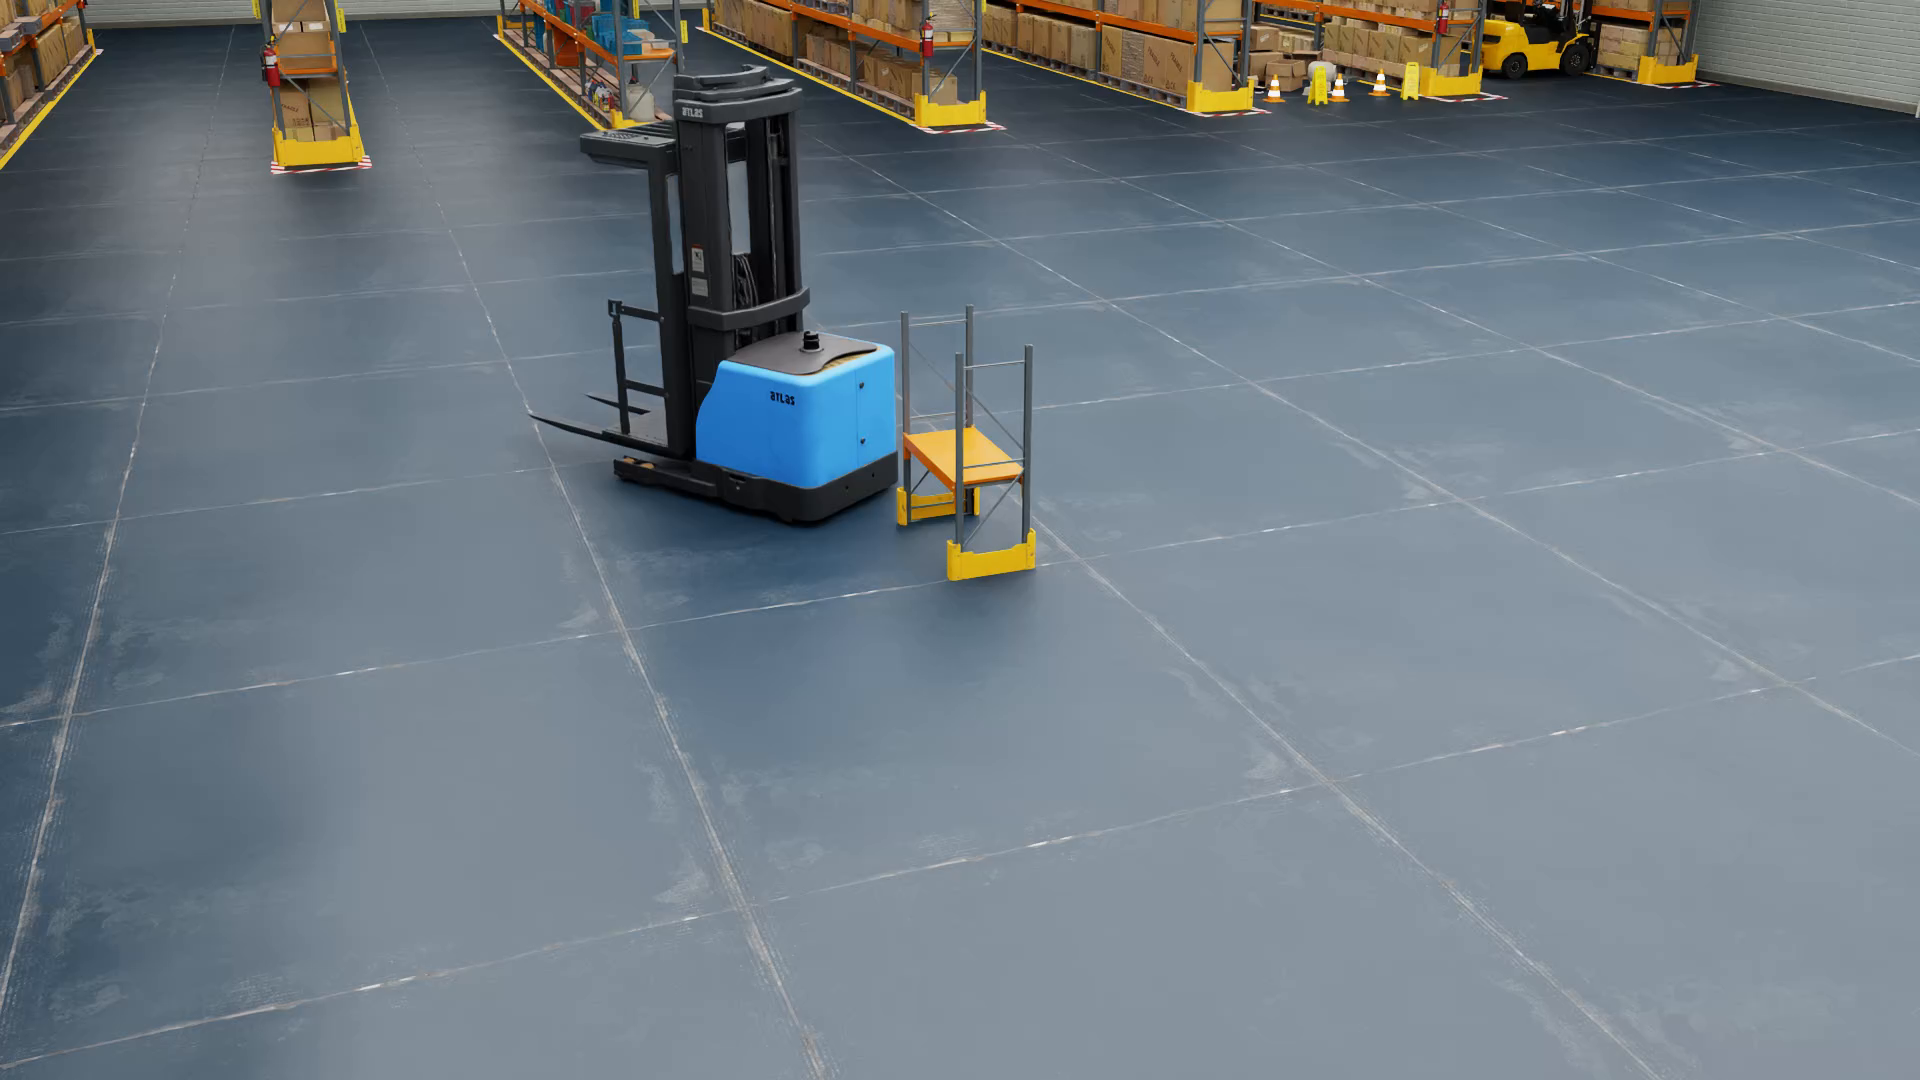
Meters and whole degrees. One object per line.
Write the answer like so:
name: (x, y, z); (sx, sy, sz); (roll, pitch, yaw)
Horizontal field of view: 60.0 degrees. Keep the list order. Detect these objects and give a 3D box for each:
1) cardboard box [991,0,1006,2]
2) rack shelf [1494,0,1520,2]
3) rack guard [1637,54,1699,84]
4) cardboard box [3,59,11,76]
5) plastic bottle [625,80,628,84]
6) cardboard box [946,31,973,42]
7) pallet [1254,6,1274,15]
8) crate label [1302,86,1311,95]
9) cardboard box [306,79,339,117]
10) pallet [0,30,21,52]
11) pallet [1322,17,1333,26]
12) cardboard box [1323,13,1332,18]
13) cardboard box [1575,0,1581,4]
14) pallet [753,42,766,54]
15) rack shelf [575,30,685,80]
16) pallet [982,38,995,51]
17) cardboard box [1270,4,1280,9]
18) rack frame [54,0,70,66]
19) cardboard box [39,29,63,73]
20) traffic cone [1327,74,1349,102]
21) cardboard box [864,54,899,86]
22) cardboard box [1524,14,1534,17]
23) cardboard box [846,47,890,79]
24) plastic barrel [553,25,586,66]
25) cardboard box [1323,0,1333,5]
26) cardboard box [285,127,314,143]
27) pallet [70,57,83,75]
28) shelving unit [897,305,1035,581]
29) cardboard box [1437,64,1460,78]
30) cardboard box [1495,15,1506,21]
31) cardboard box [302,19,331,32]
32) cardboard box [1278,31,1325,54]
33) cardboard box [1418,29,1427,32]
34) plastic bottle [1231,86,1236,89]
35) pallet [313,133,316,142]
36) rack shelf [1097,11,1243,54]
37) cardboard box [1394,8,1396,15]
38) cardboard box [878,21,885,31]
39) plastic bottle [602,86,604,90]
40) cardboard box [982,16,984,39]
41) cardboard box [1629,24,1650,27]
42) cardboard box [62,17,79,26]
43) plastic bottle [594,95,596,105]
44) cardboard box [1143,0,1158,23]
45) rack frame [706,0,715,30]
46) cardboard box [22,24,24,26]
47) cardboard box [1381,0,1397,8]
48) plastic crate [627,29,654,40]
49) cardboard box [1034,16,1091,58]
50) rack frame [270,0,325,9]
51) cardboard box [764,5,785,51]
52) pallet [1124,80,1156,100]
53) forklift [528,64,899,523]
cardboard box: (0.973, -12.268, 38.208); (0.500, 0.250, 0.500); (-7, 24, -16)
rack shelf: (11.661, -12.192, 37.242); (1.077, 0.370, 4.000); (-8, 24, -19)
rack guard: (13.789, -9.183, 32.395); (1.175, 0.500, 0.348); (-8, 24, -19)
cardboard box: (-16.228, -7.910, 27.841); (0.500, 0.250, 0.500); (-8, 24, -19)
plastic bottle: (-5.817, -7.843, 28.841); (0.144, 0.351, 0.185); (-8, 24, -19)
cardboard box: (-0.010, -8.322, 27.457); (0.380, 0.149, 0.250); (-8, 24, -19)
pallet: (8.438, -14.555, 45.512); (1.003, 0.211, 1.213); (-8, 24, -19)
crate label: (6.526, -8.323, 30.821); (0.298, 0.136, 0.250); (18, 29, 36)
cardboard box: (-9.750, -6.803, 25.562); (0.500, 0.500, 0.500); (-8, 24, -19)
pallet: (-15.581, -7.926, 26.439); (1.003, 0.211, 1.213); (-8, 24, -19)
pallet: (9.864, -13.129, 42.127); (1.003, 0.211, 1.213); (-8, 24, -19)
cardboard box: (9.502, -13.539, 42.188); (0.500, 0.500, 0.500); (-7, 24, -17)
cardboard box: (12.817, -11.090, 33.571); (0.500, 0.500, 0.500); (-8, 24, -19)
pallet: (-4.029, -11.107, 37.331); (1.003, 0.211, 1.213); (-8, 24, -19)
rack shelf: (-5.473, -8.017, 27.336); (1.077, 0.370, 4.000); (-8, 24, -19)
pallet: (1.015, -11.294, 37.775); (1.003, 0.211, 1.213); (-8, 24, -19)
cardboard box: (8.615, -14.442, 44.331); (0.500, 0.500, 0.500); (-8, 24, -18)
rack frame: (-18.274, -10.623, 32.592); (1.000, 3.000, 0.127); (-8, 24, -19)
cardboard box: (-17.606, -9.285, 31.645); (0.750, 0.750, 0.750); (-8, 24, -17)
traffic cone: (6.861, -8.196, 30.100); (0.336, 0.463, 0.334); (-8, 24, -19)
cardboard box: (-1.442, -8.646, 30.579); (0.500, 0.500, 0.500); (-9, 25, -21)
cardboard box: (12.245, -10.966, 35.117); (0.500, 0.250, 0.500); (-9, 24, -20)
cardboard box: (-1.742, -9.032, 31.469); (0.700, 0.500, 0.500); (-10, 25, -23)
plastic barrel: (-7.781, -9.898, 33.125); (0.600, 0.830, 0.708); (-8, 24, -19)
cardboard box: (7.537, -10.841, 33.432); (0.380, 0.149, 0.250); (-8, 24, -19)
cardboard box: (-9.867, -6.025, 24.682); (0.500, 0.250, 0.500); (-8, 24, -19)
pallet: (-18.469, -9.625, 33.815); (1.003, 0.211, 1.213); (-8, 24, -19)
shelving unit: (0.027, -0.663, 10.893); (0.587, 1.500, 1.083); (-8, 24, -19)
cardboard box: (9.112, -8.919, 31.549); (0.500, 0.250, 0.500); (-9, 24, -19)
cardboard box: (12.173, -11.085, 36.204); (0.875, 0.625, 0.625); (-7, 24, -17)
cardboard box: (-9.339, -7.461, 24.126); (0.380, 0.149, 0.250); (-9, 24, -19)
cardboard box: (7.281, -10.548, 35.258); (0.950, 0.372, 0.625); (-7, 24, -16)
cardboard box: (8.745, -9.646, 32.308); (0.500, 0.500, 0.500); (-8, 24, -18)
plastic bottle: (5.098, -8.586, 31.542); (0.283, 0.061, 0.133); (-18, 29, -37)
pallet: (-9.711, -5.931, 25.050); (1.003, 0.211, 1.213); (-8, 24, -19)
rack shelf: (3.837, -9.341, 30.476); (1.077, 0.370, 4.000); (-8, 24, -19)
cardboard box: (8.464, -10.027, 31.501); (0.380, 0.149, 0.250); (-8, 24, -18)
cardboard box: (-1.209, -8.977, 29.010); (0.380, 0.149, 0.250); (-8, 24, -19)
plastic bottle: (-6.118, -7.635, 28.448); (0.097, 0.271, 0.097); (0, 23, 0)
cardboard box: (0.703, -11.662, 37.735); (0.500, 0.500, 0.500); (-8, 24, -18)
cardboard box: (13.608, -10.113, 33.094); (0.500, 0.250, 0.500); (-8, 24, -19)
cardboard box: (-19.039, -11.062, 35.476); (0.380, 0.149, 0.250); (-8, 24, -18)
plastic bottle: (-6.138, -7.464, 28.133); (0.097, 0.201, 0.097); (0, 23, 0)
cardboard box: (3.849, -9.748, 30.322); (0.875, 0.550, 0.500); (-8, 24, -19)
rack frame: (-5.785, -14.115, 40.878); (1.000, 3.000, 0.127); (-8, 24, -19)
cardboard box: (-16.760, -9.215, 29.548); (0.380, 0.149, 0.250); (-9, 24, -20)
cardboard box: (8.343, -10.369, 31.477); (0.500, 0.500, 0.500); (-8, 24, -19)
plastic crate: (-5.369, -8.399, 27.654); (0.530, 0.136, 0.437); (-8, 24, -19)
cardboard box: (2.160, -10.458, 34.557); (1.050, 0.750, 0.750); (-8, 24, -18)
rack frame: (-12.228, -9.851, 30.760); (1.000, 3.000, 0.127); (-8, 24, -19)
cardboard box: (-3.491, -11.002, 35.685); (1.225, 0.875, 0.875); (-8, 24, -19)
pallet: (3.760, -8.383, 30.868); (1.003, 0.211, 1.213); (-8, 24, -19)
forklift: (-1.948, -1.899, 11.982); (3.031, 2.935, 1.130); (15, 27, 32)
